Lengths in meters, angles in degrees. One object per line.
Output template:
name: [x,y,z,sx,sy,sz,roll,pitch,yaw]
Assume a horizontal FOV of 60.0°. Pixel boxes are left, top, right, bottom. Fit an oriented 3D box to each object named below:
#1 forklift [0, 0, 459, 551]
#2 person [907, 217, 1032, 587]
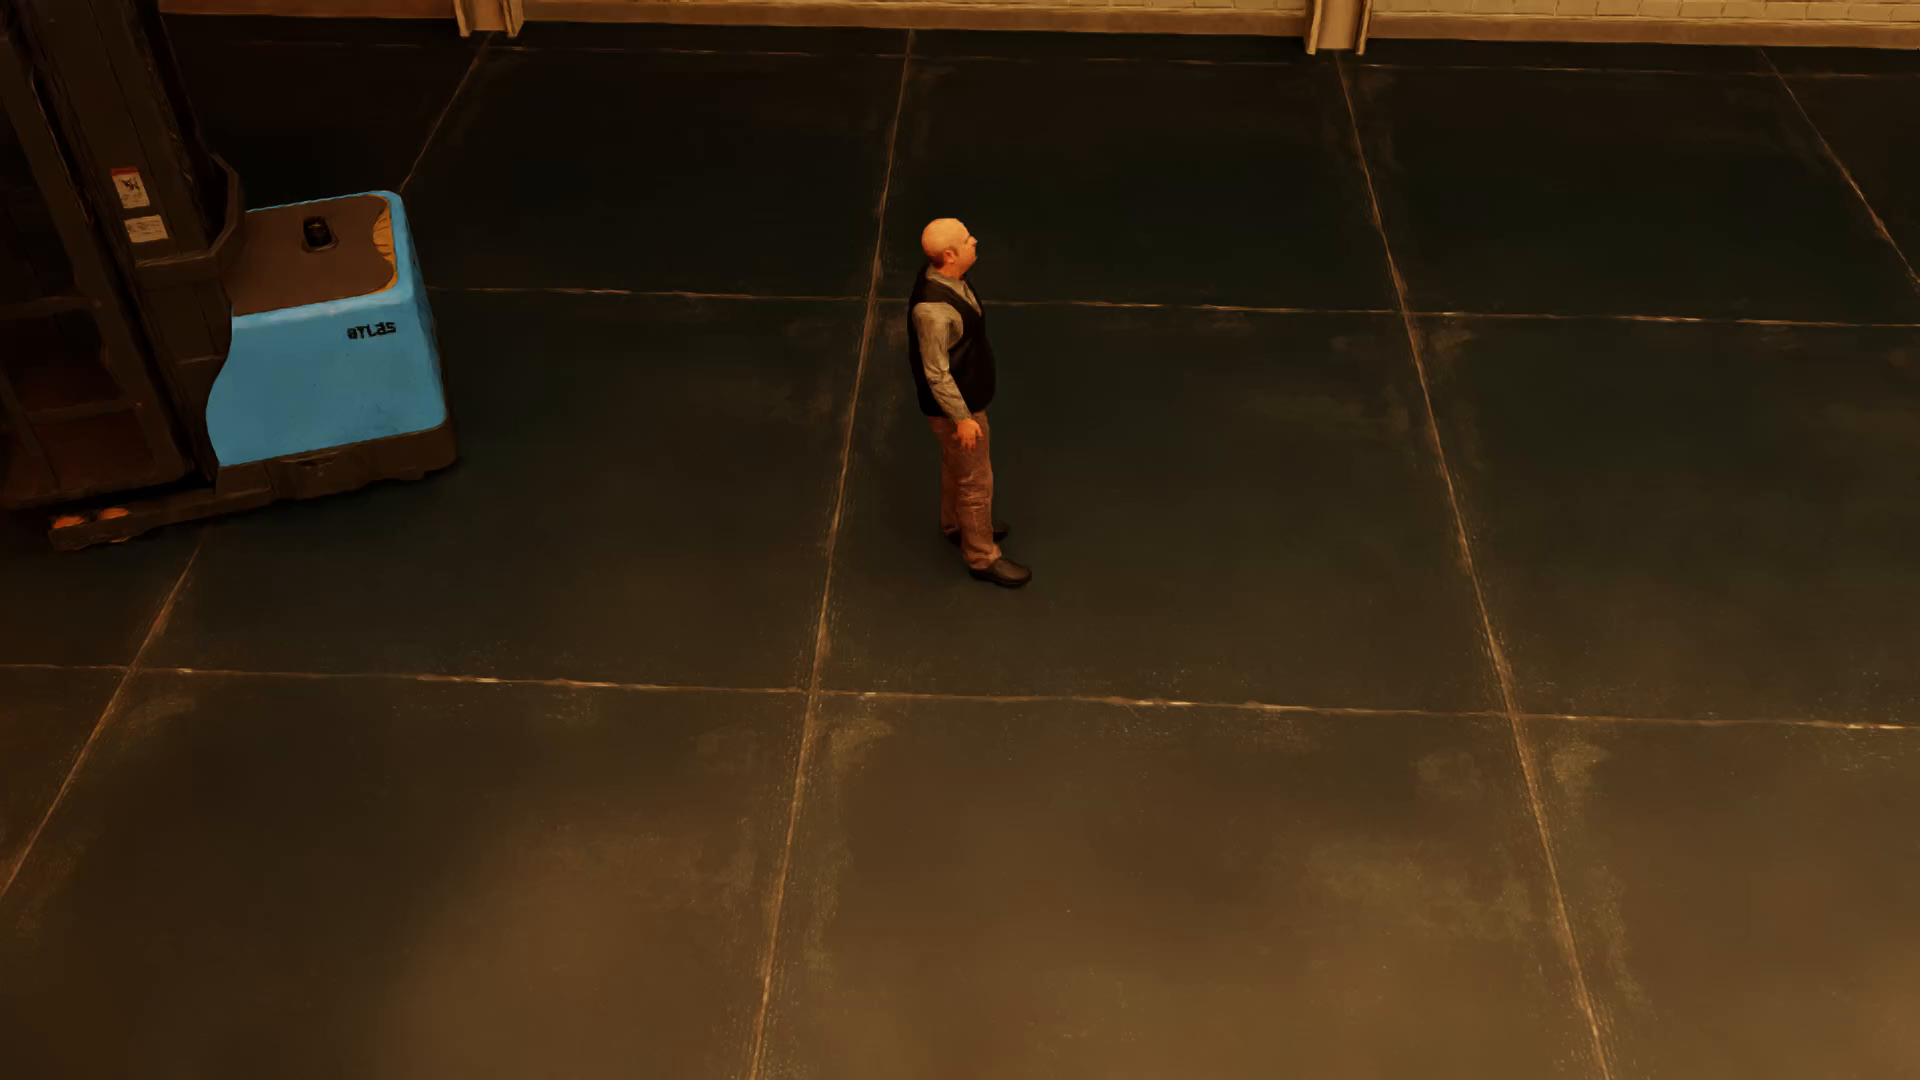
forklift: [-4.067,-1.433,7.312,3.031,2.935,1.130,-12,44,-13]
person: [0.062,-0.634,7.323,0.567,1.720,0.632,2,42,2]
